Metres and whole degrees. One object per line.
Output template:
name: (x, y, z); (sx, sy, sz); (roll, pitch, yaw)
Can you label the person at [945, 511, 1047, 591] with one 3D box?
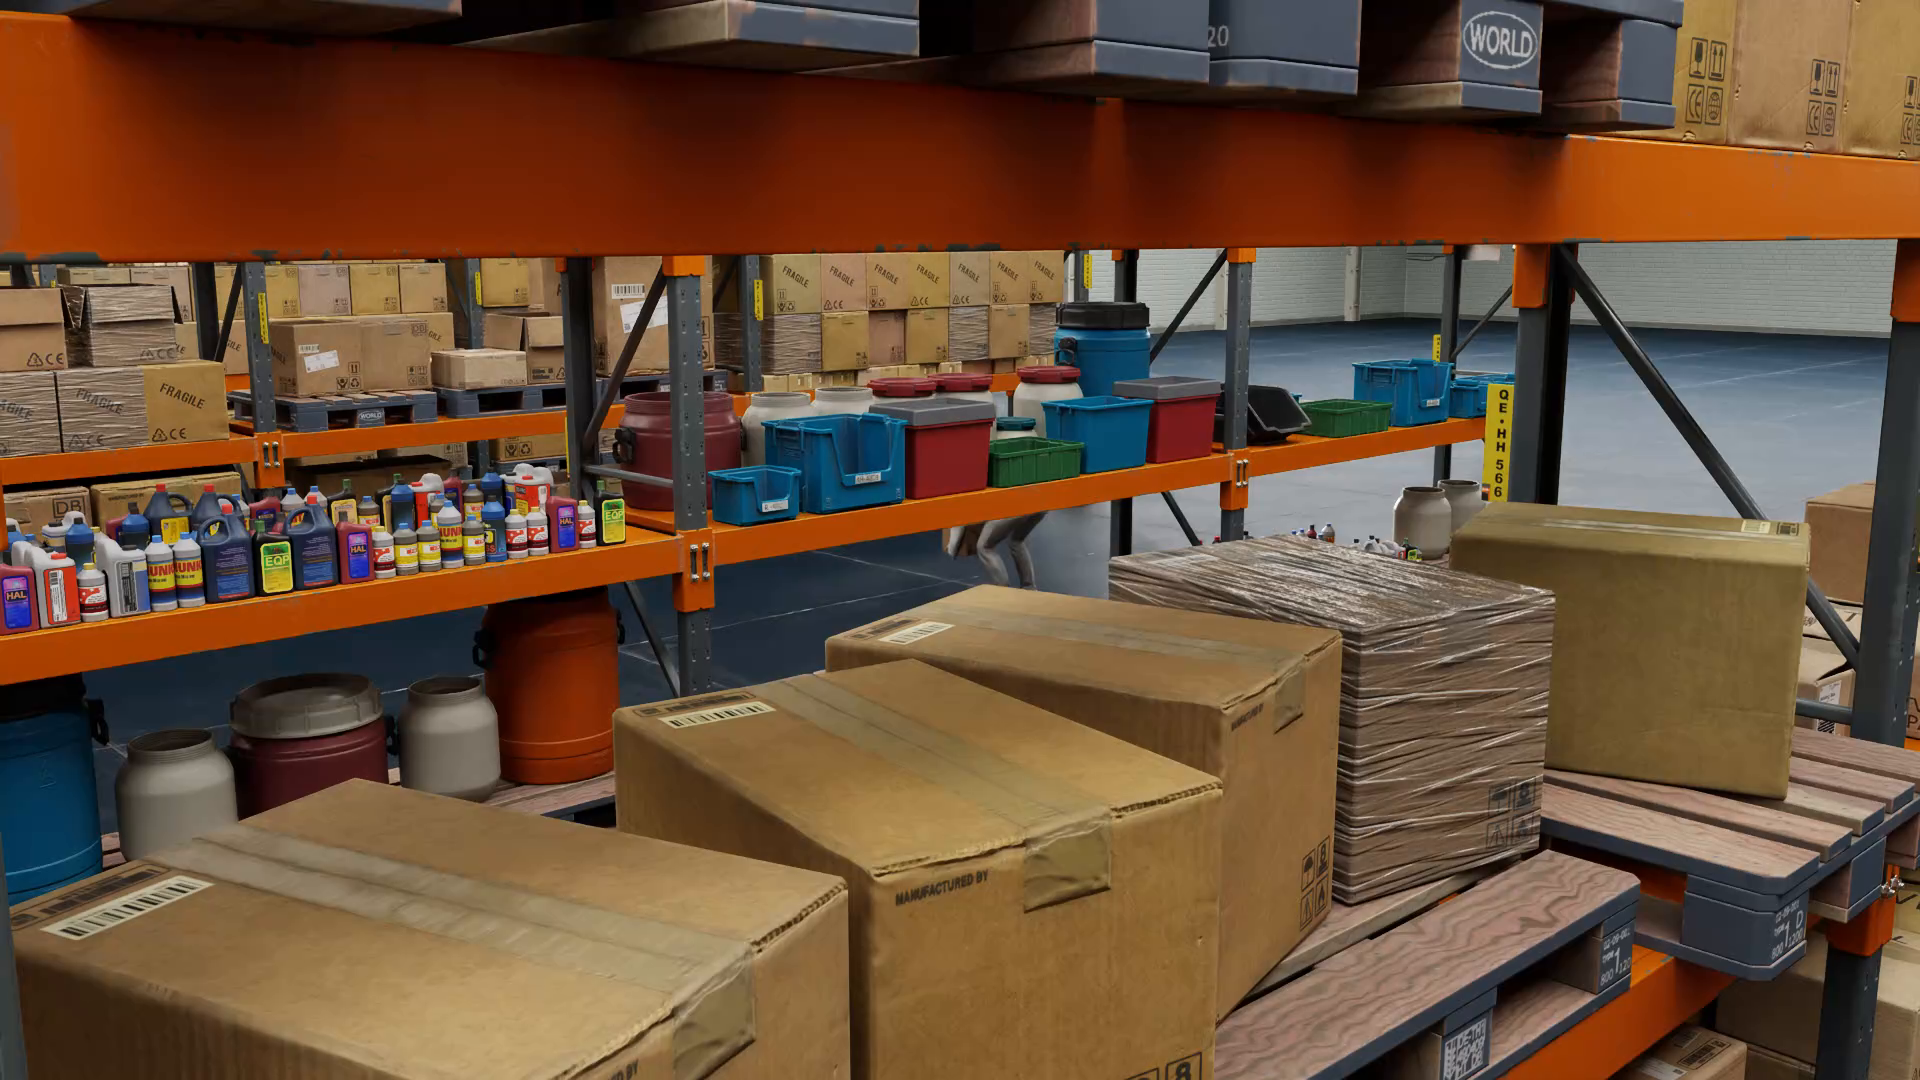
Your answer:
person: (0.230, -0.102, 11.932); (0.917, 1.125, 0.445); (10, 15, 43)
